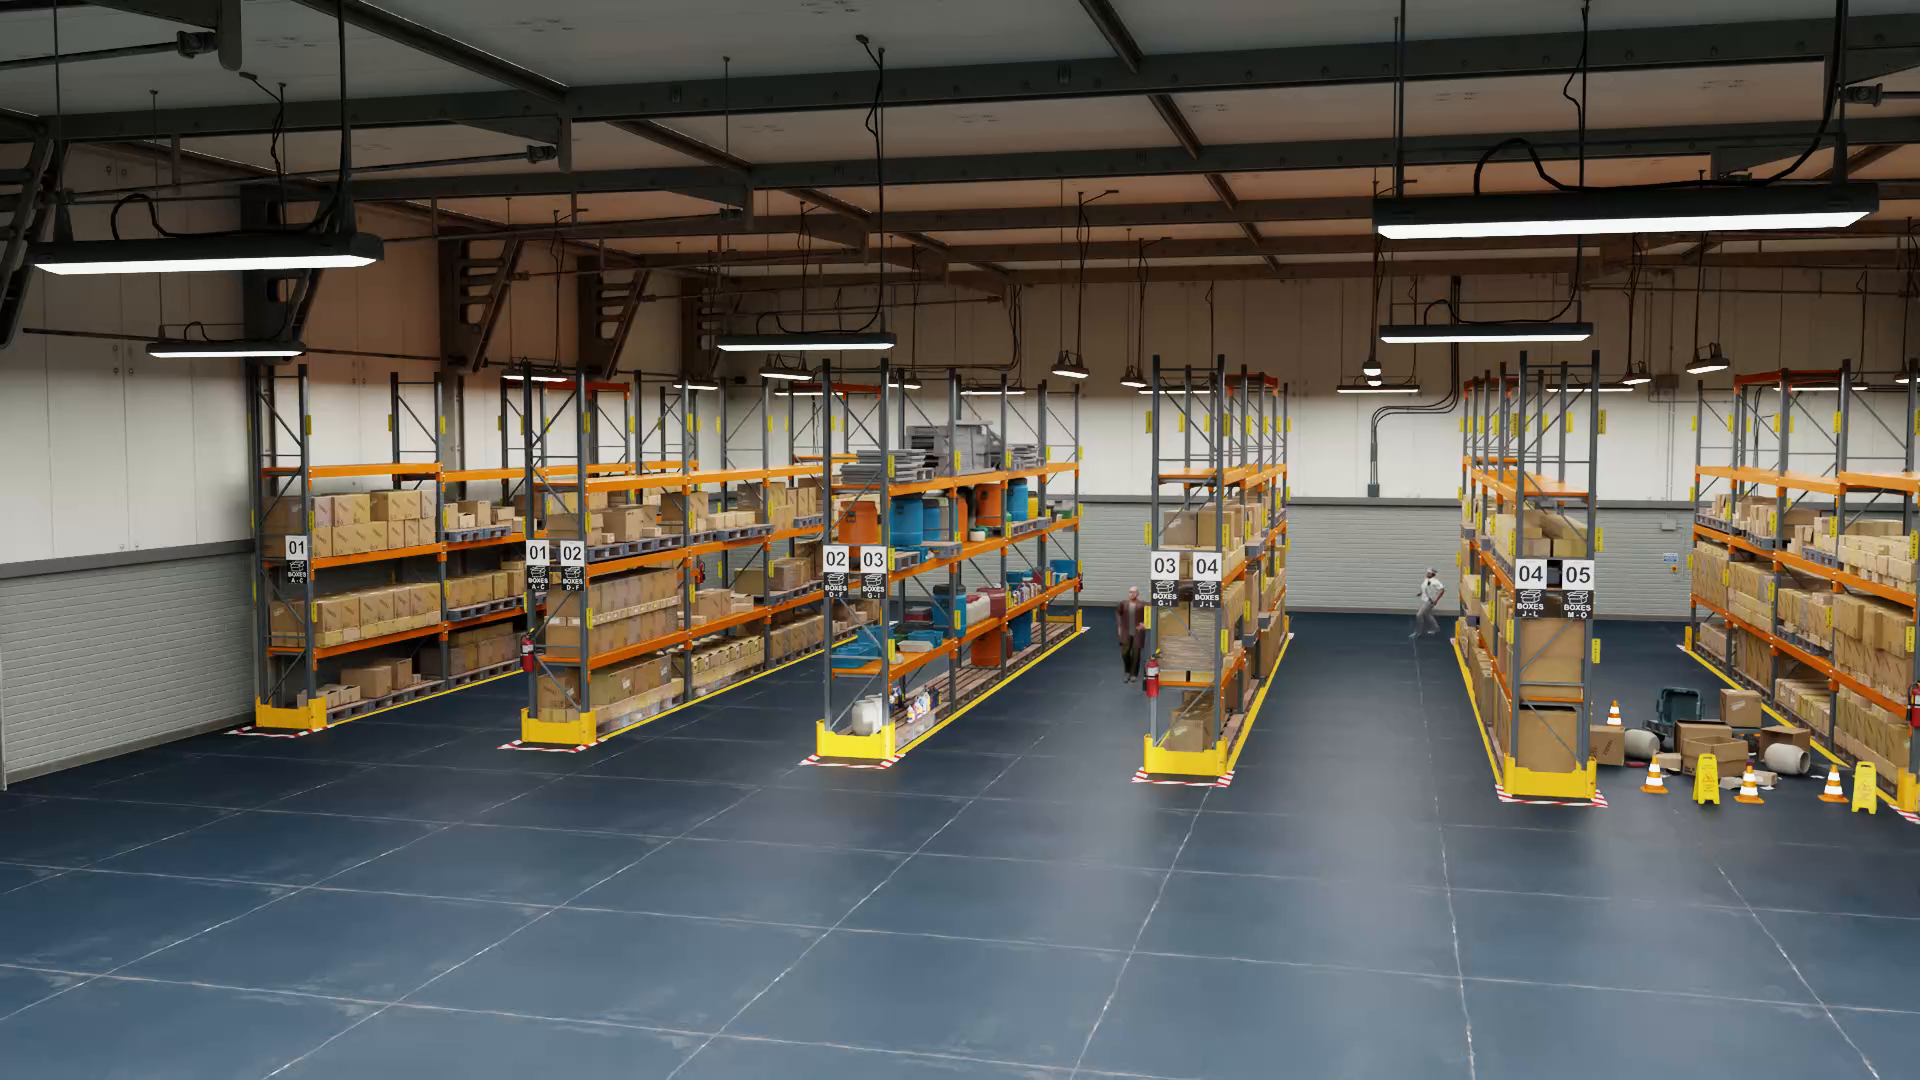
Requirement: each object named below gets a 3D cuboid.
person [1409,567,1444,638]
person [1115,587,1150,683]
[{"bbox_3d":[11.009,1.471,39.113,0.825,1.701,0.661,-1,4,-8],"label":"person"},{"bbox_3d":[3.170,1.750,30.476,0.717,1.795,0.644,1,4,13],"label":"person"}]
